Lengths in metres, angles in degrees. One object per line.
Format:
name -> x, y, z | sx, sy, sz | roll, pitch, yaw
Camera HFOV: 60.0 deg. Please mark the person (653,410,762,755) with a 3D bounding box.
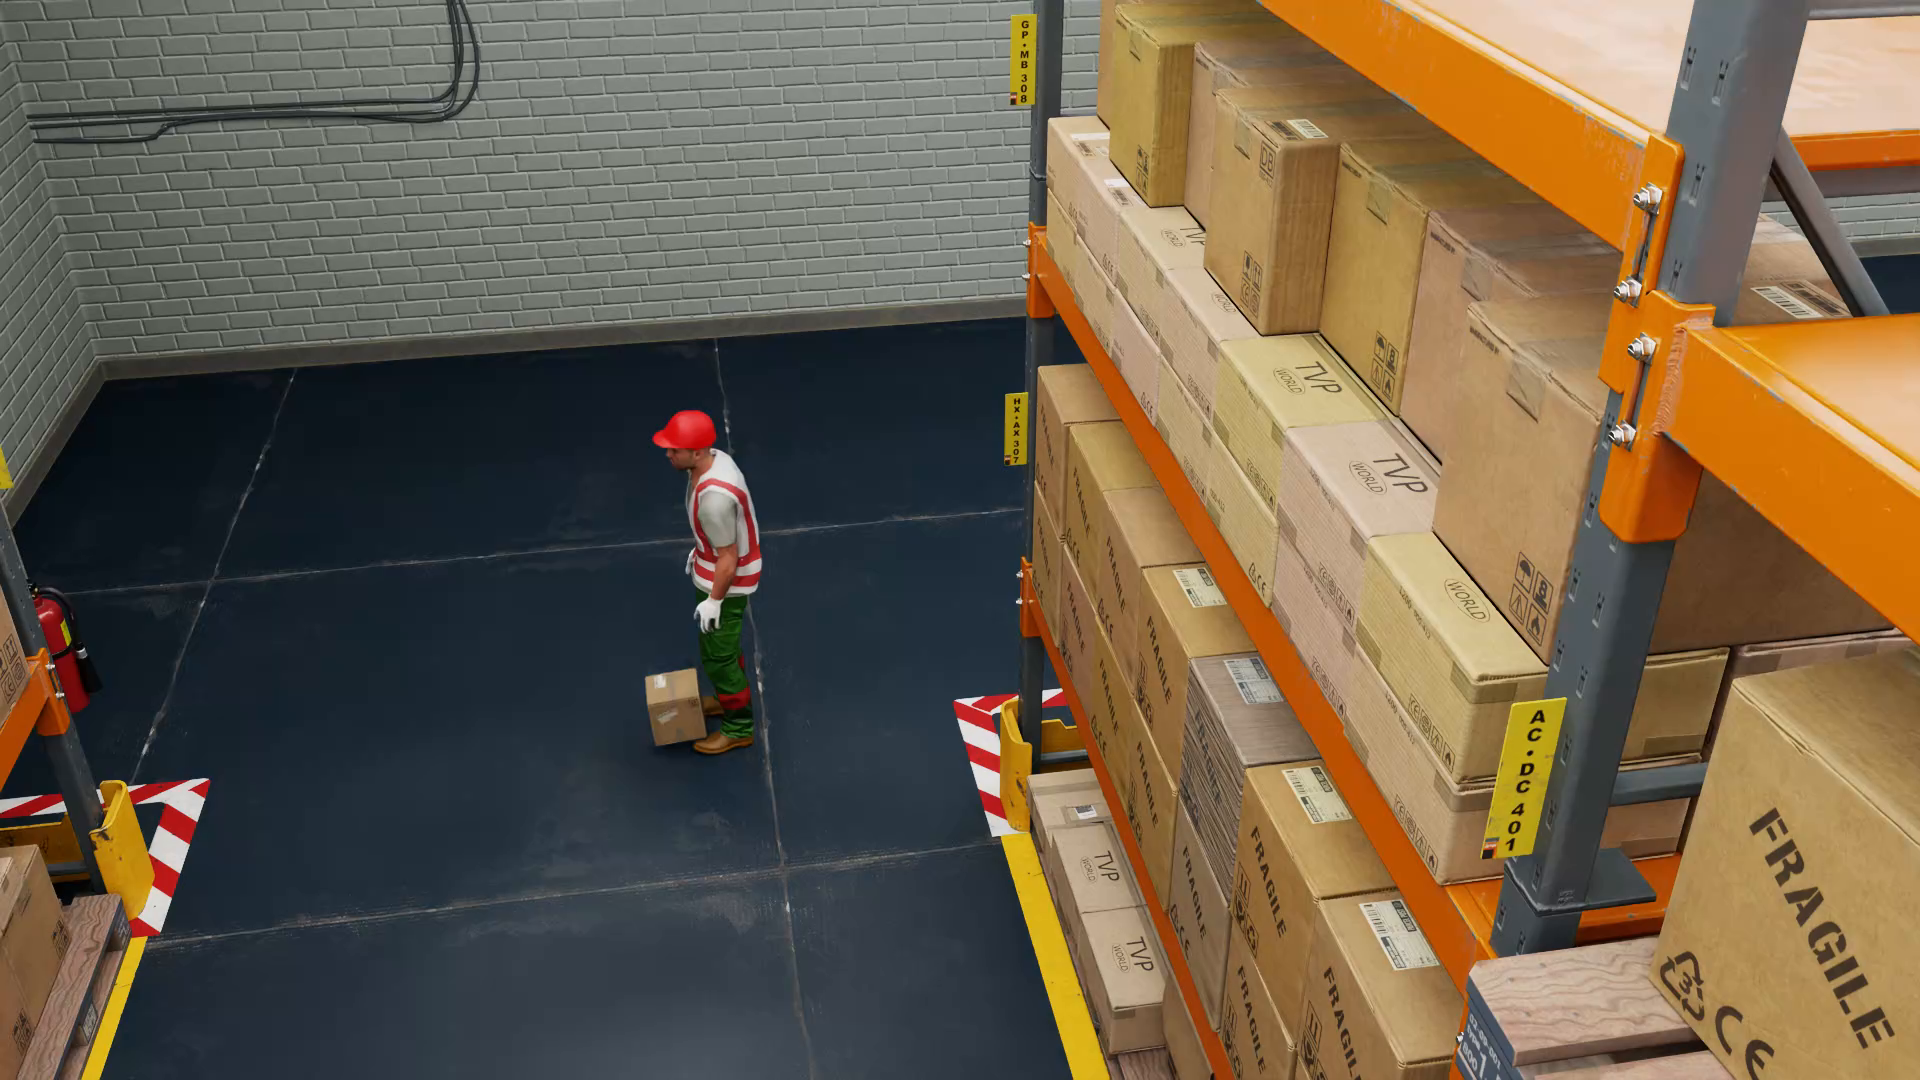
person -> -1.152, 0.185, 7.807 | 0.438, 1.781, 0.574 | -6, 31, -11
